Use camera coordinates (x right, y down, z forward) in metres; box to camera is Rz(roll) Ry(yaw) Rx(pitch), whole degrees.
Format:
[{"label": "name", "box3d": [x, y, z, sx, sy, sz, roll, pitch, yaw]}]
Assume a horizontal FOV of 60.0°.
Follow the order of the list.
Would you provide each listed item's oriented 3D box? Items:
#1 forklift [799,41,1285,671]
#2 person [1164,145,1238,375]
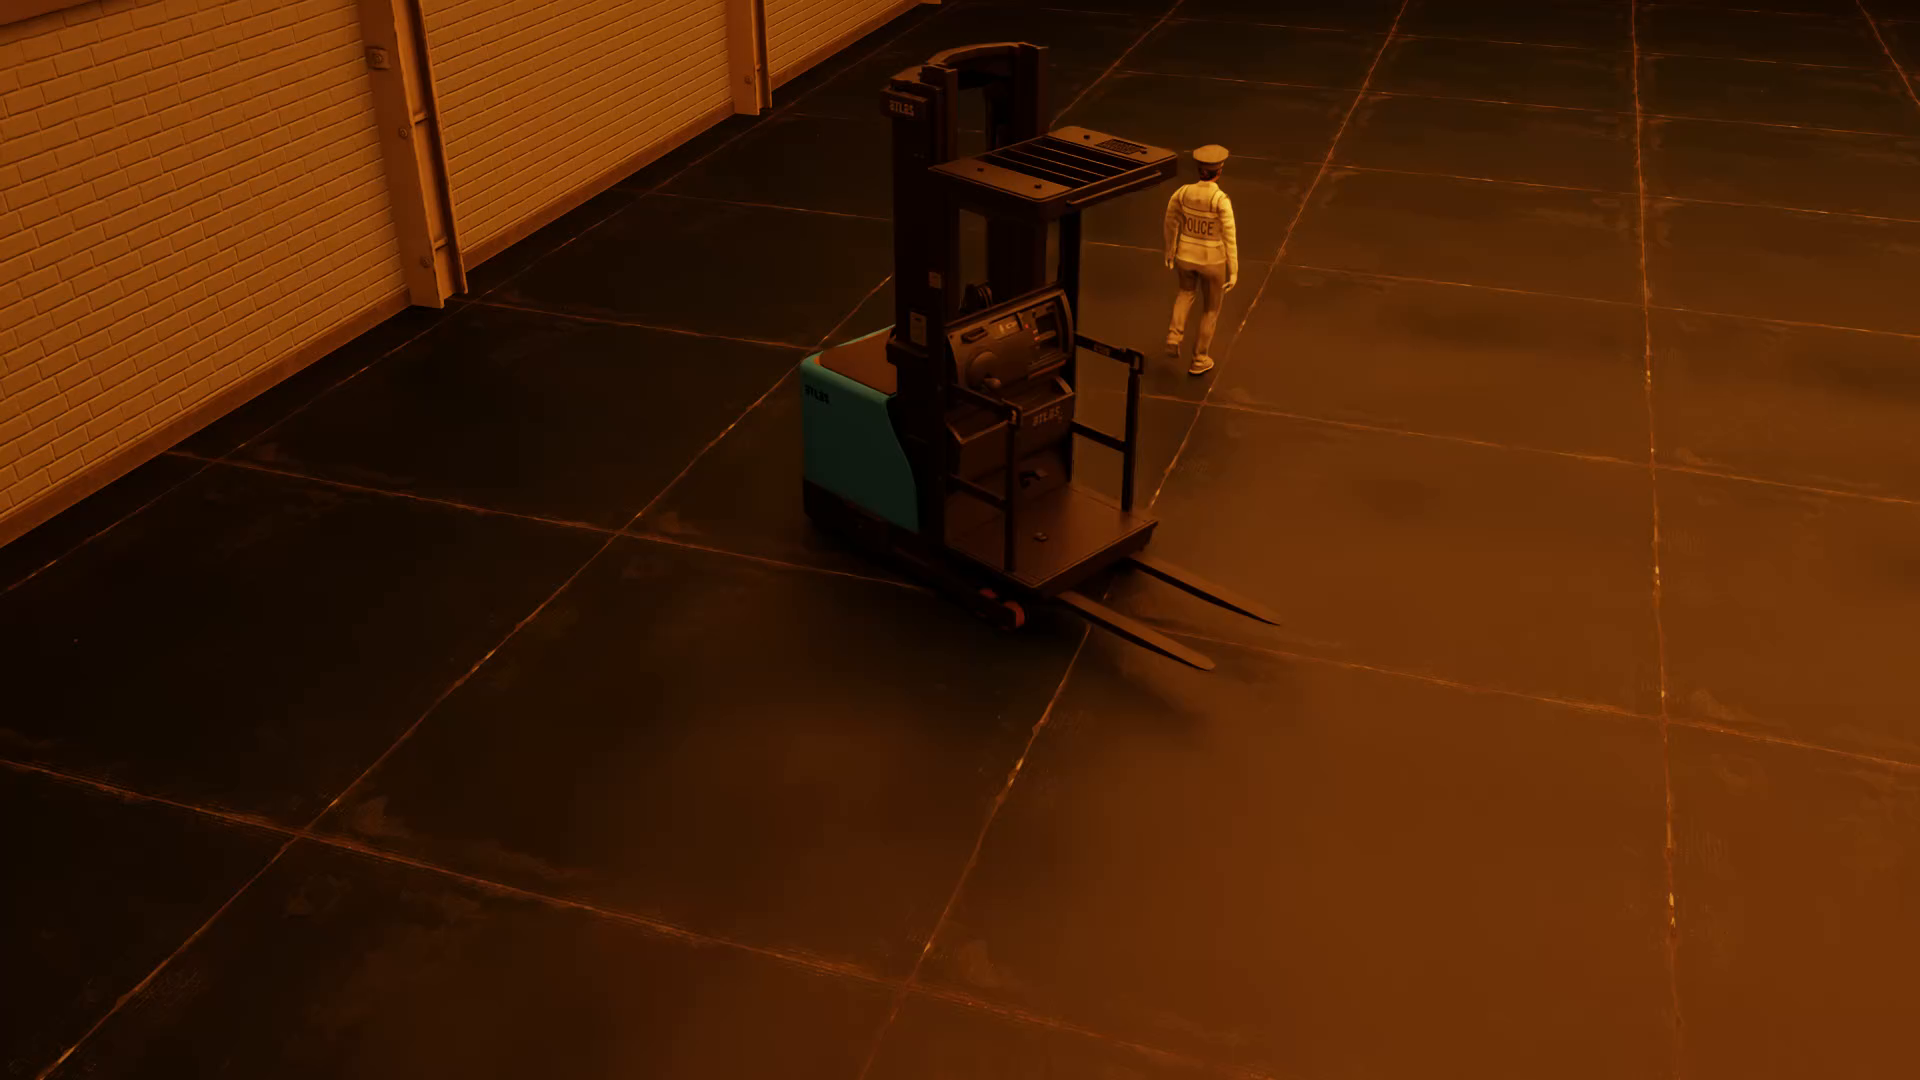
[{"label": "forklift", "box3d": [0.434, -1.059, 8.995, 3.031, 2.935, 1.130, 26, 39, 38]}, {"label": "person", "box3d": [1.751, -2.017, 11.971, 0.624, 1.652, 0.432, 18, 34, 28]}]
